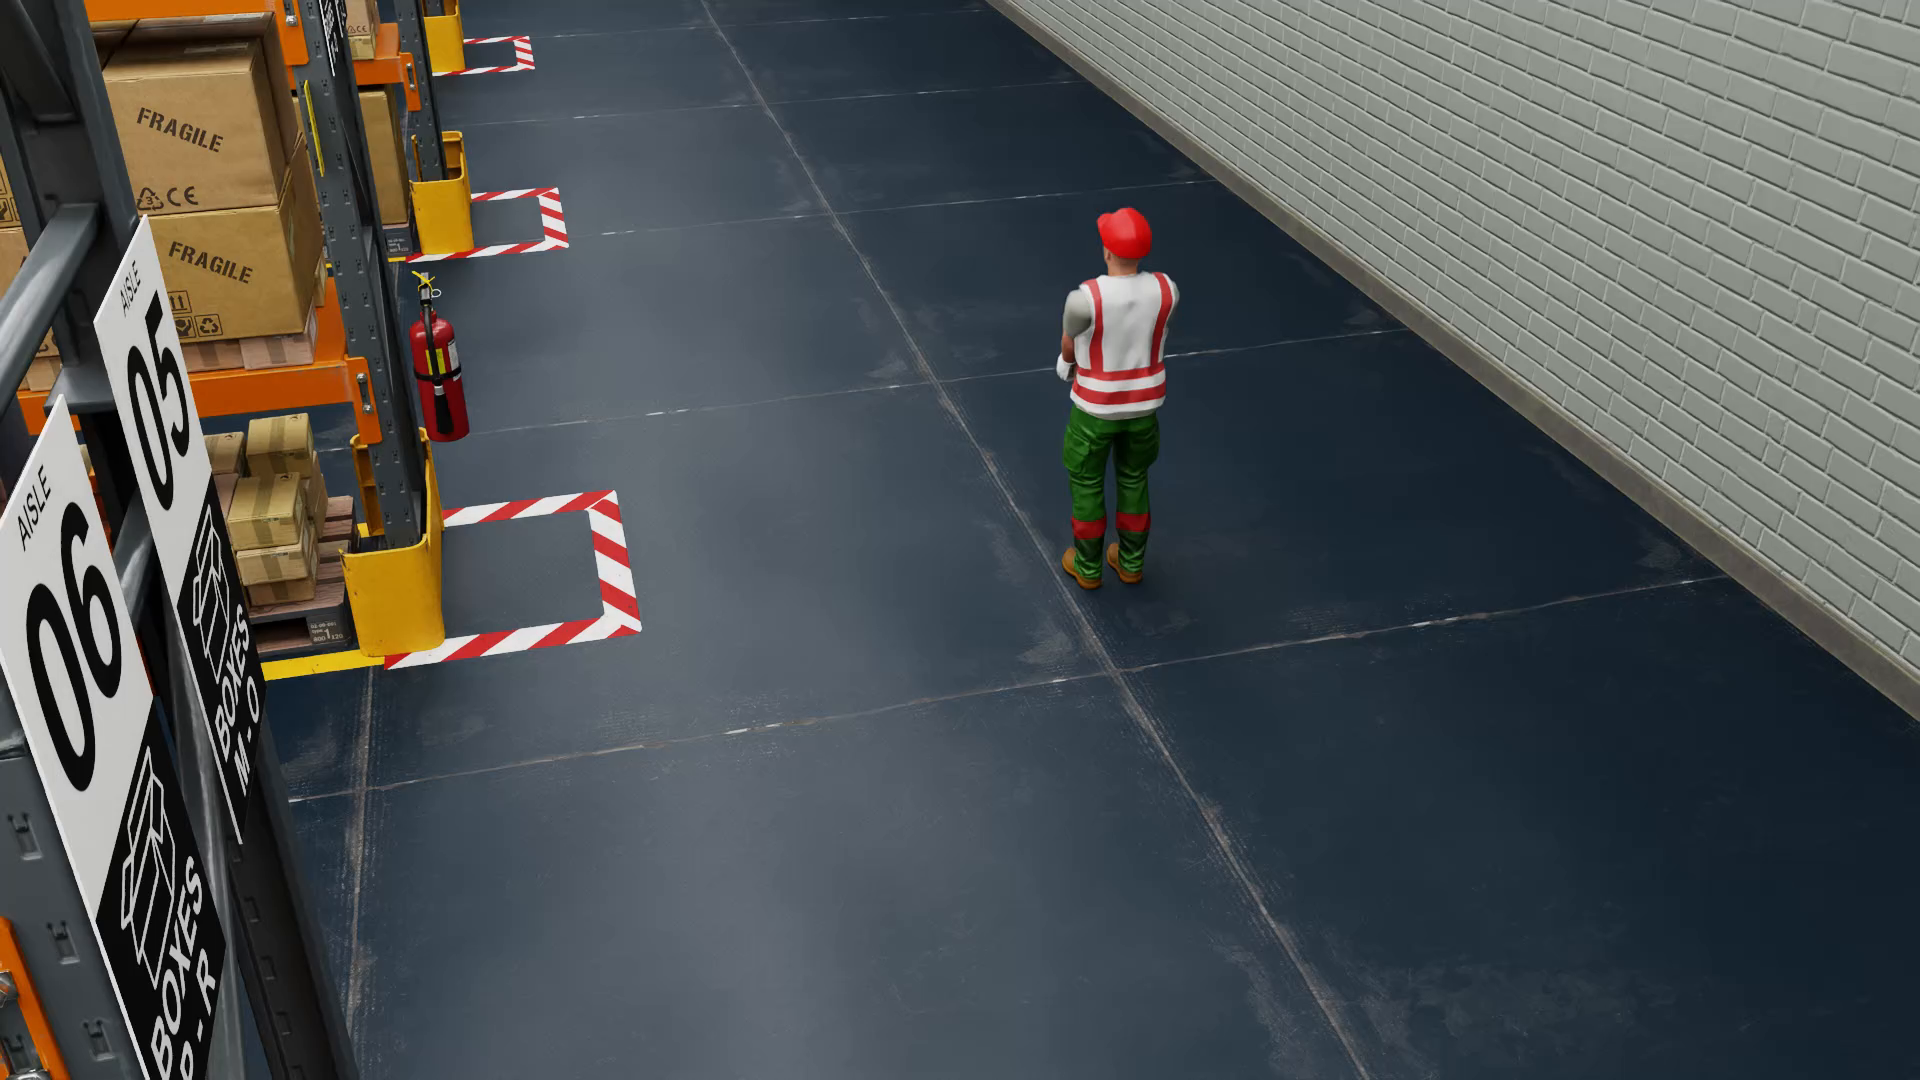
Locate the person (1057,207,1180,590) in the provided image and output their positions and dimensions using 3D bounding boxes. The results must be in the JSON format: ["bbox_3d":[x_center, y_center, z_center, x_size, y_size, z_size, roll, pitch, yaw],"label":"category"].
[{"bbox_3d":[0.635,-0.629,7.201,0.494,1.782,0.570,-7,31,-12],"label":"person"}]
